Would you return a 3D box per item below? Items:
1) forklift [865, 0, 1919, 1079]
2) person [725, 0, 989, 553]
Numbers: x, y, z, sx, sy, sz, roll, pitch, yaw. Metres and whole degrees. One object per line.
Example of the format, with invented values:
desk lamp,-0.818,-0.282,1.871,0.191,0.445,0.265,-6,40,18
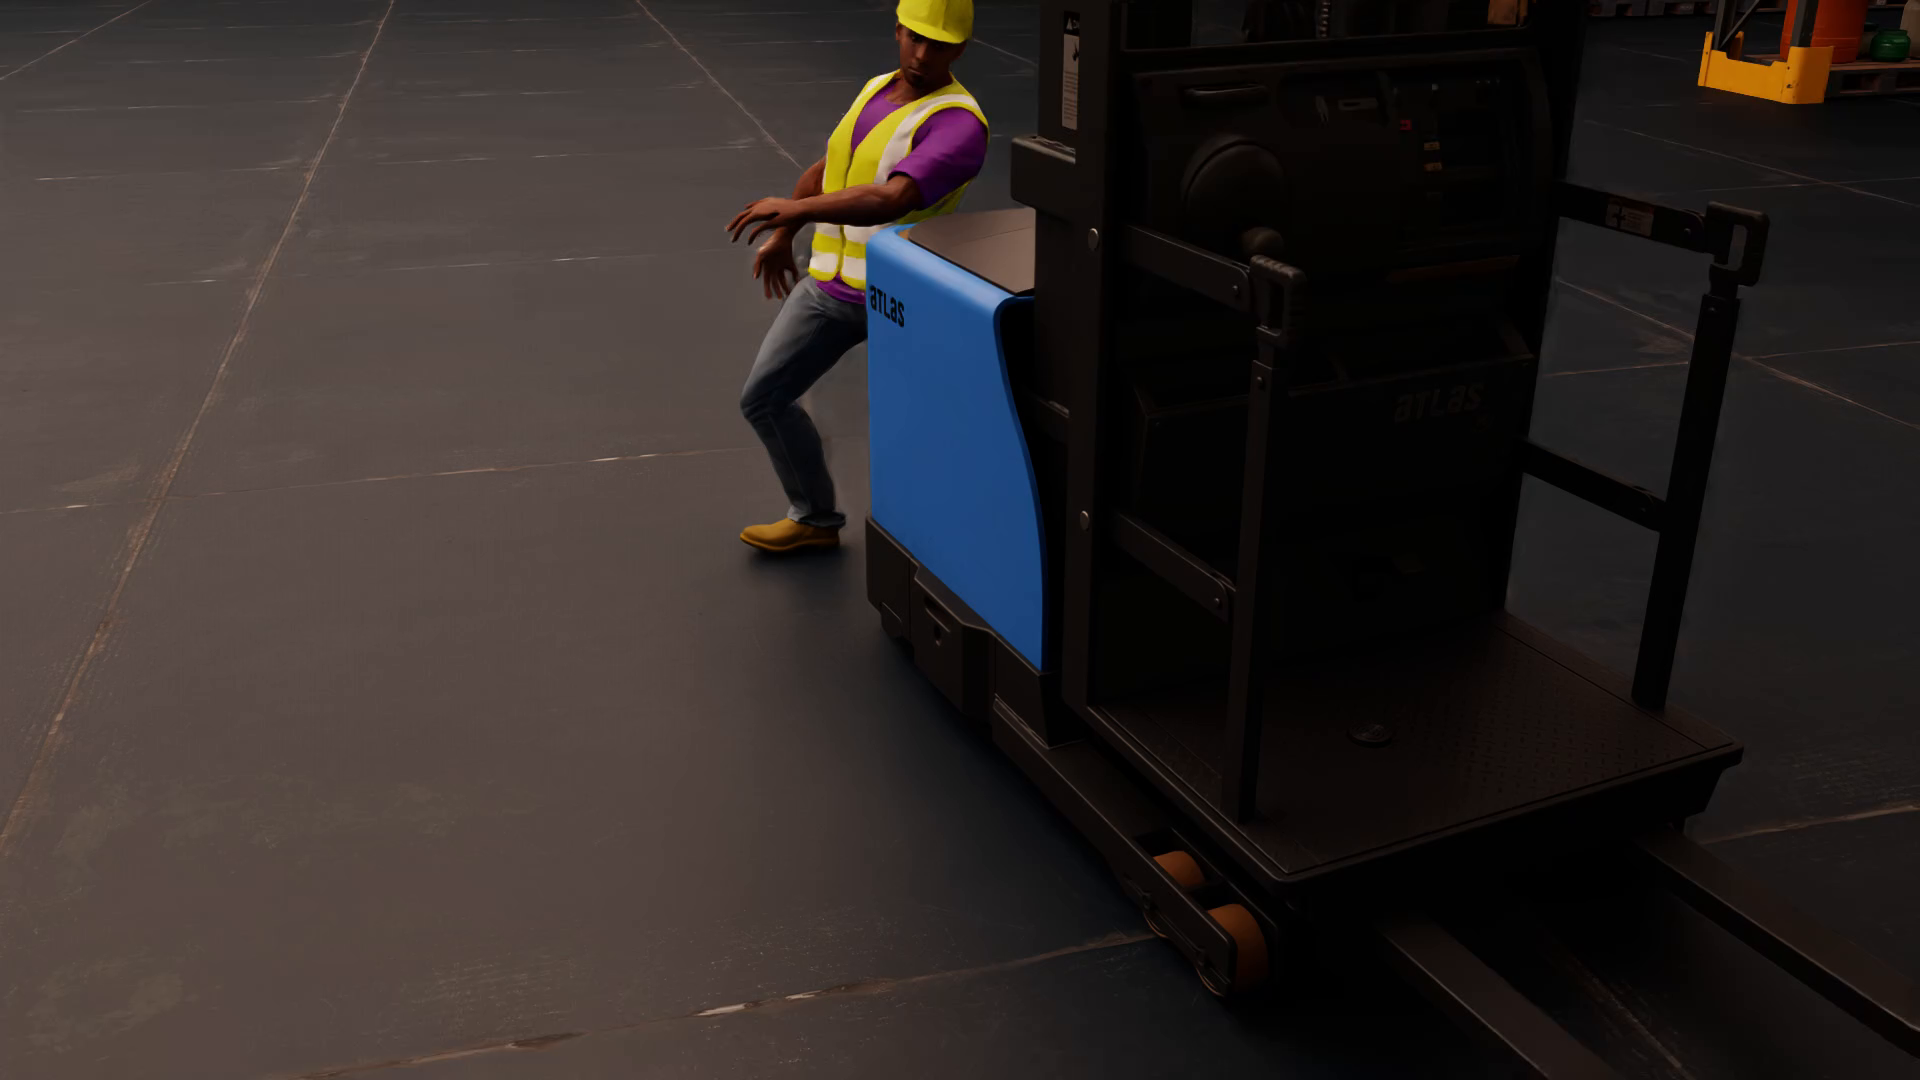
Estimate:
forklift,0.830,-0.701,2.958,1.130,2.935,3.031,-10,25,-23
person,-0.321,-0.714,4.628,0.799,1.651,0.868,19,30,38
